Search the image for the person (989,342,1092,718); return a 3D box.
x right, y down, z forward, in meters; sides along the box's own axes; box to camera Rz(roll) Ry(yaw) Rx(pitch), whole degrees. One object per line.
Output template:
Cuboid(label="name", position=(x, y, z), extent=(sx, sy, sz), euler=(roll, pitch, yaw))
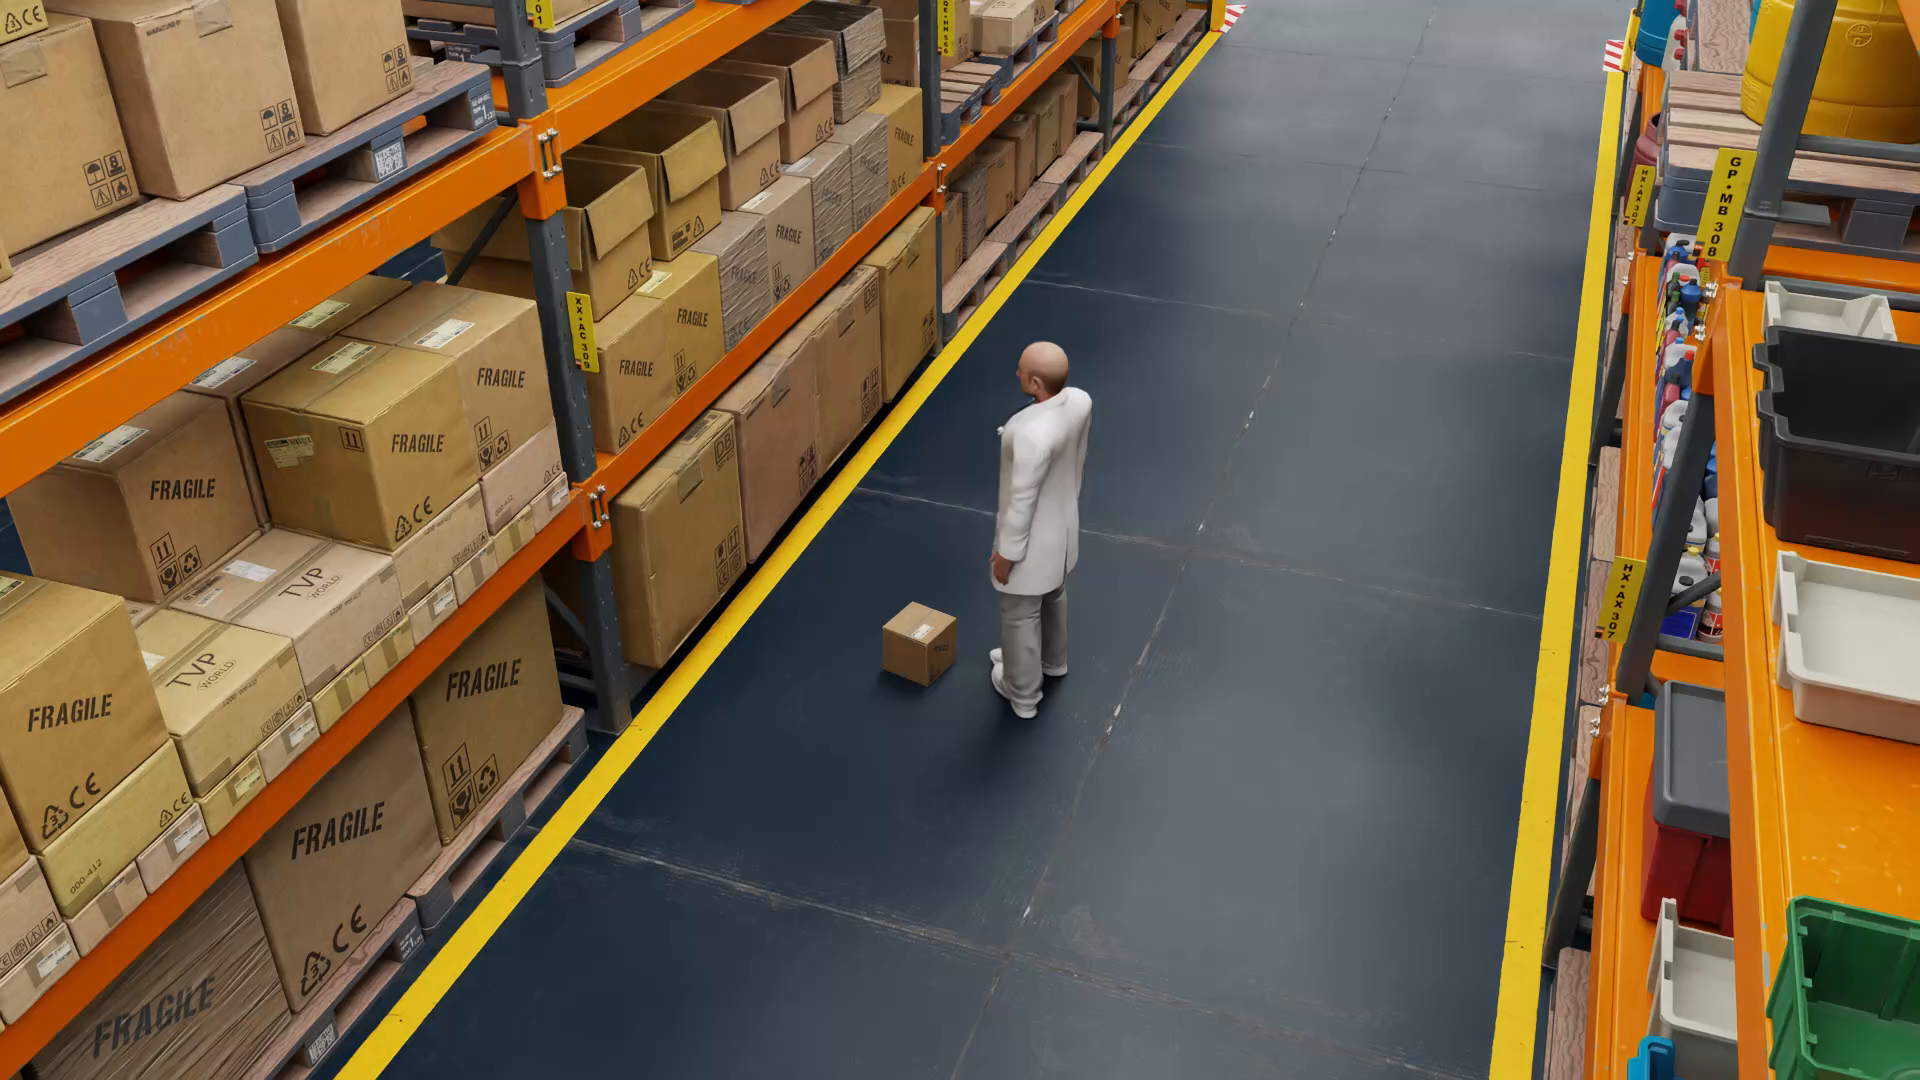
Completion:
Cuboid(label="person", position=(0.280, -0.070, 7.238), extent=(0.435, 1.783, 0.615), euler=(18, 37, 25))
